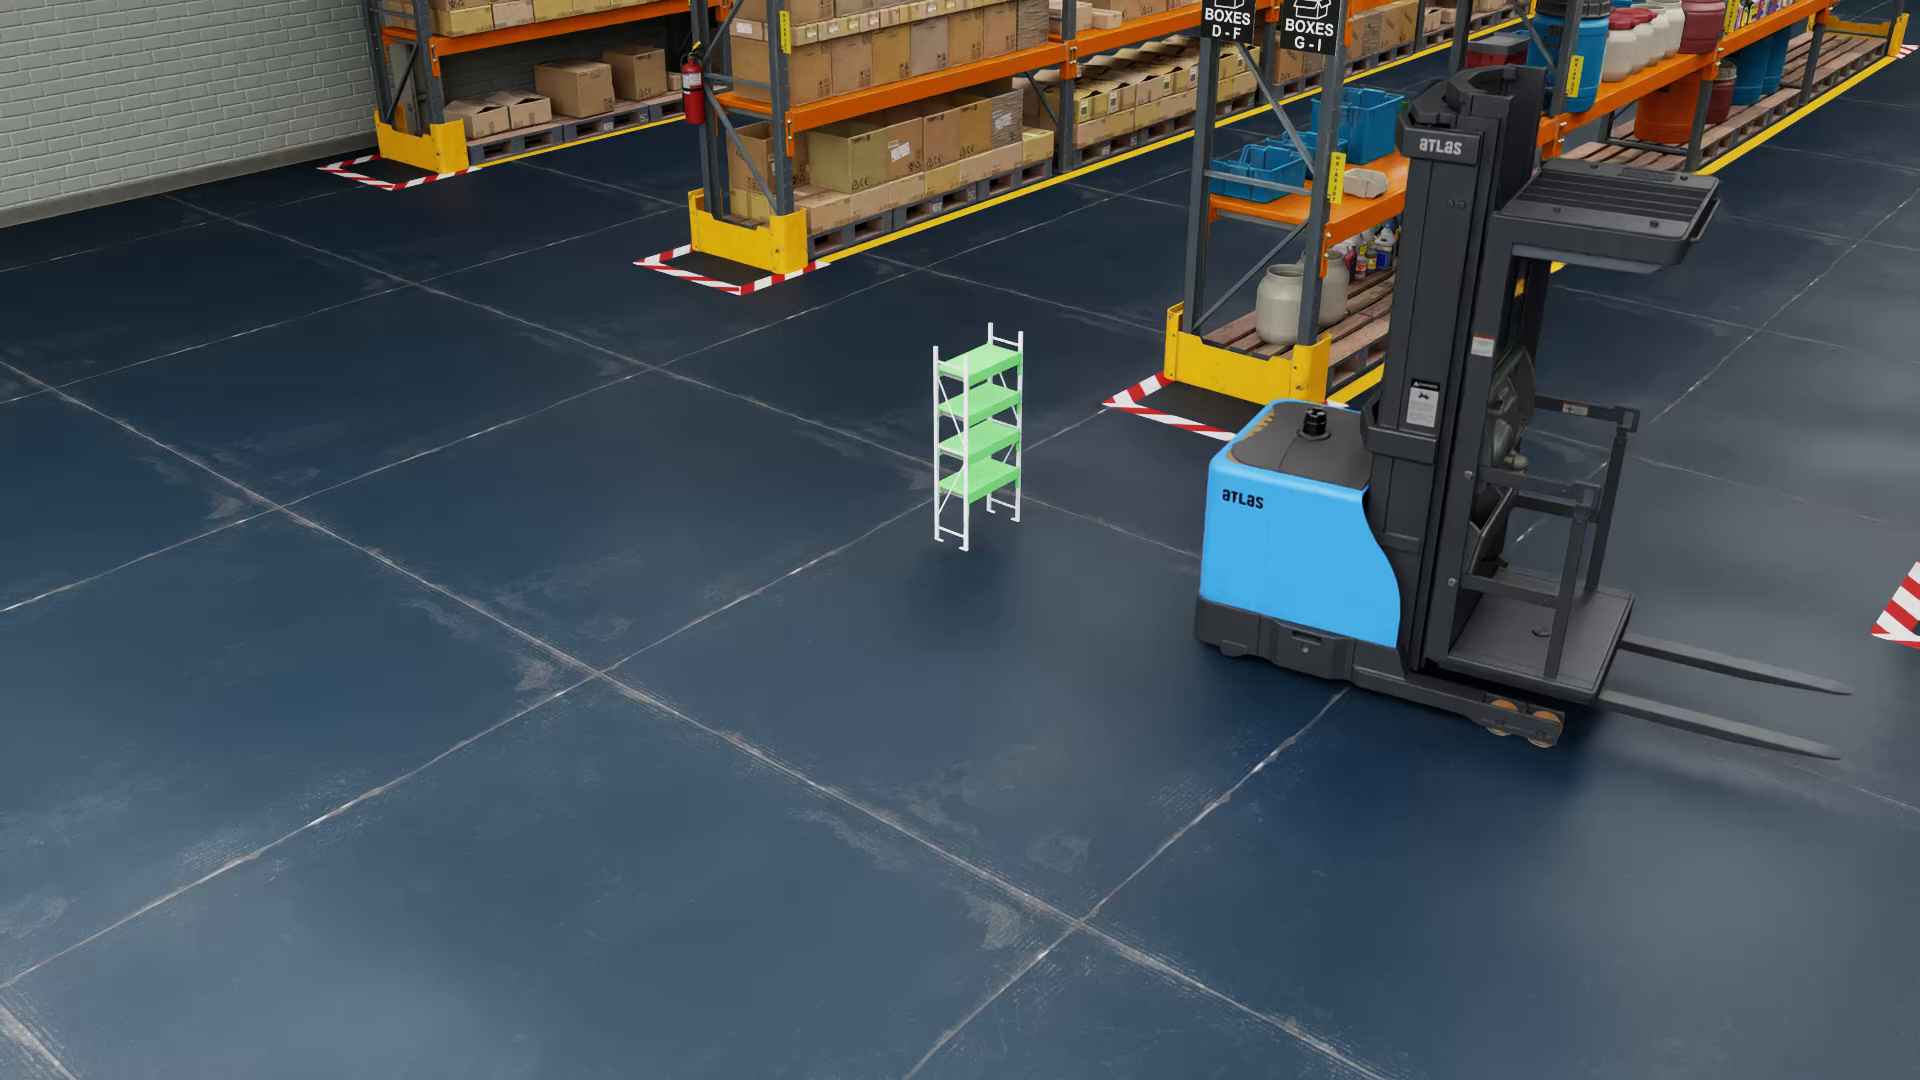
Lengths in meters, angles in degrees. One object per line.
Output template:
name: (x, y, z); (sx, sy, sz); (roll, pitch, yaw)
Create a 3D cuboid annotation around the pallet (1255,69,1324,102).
pallet: (3.768, -5.665, 20.470); (1.003, 0.211, 1.213); (21, 34, 34)

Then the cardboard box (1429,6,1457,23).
cardboard box: (6.785, -7.400, 23.395); (0.380, 0.166, 0.250); (21, 34, 34)

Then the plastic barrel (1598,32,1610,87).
plastic barrel: (5.317, -4.118, 14.297); (0.433, 0.535, 0.433); (0, 27, 0)

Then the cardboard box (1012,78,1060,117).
cardboard box: (0.756, -4.673, 17.444); (0.500, 0.311, 0.500); (21, 34, 34)

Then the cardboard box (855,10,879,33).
cardboard box: (-0.921, -4.493, 14.356); (0.380, 0.149, 0.250); (20, 34, 34)

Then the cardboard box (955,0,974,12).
cardboard box: (-0.097, -4.955, 15.249); (0.380, 0.149, 0.250); (22, 34, 36)

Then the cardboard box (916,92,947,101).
cardboard box: (-0.453, -4.102, 16.134); (0.500, 0.500, 0.500); (21, 34, 34)

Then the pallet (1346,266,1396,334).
pallet: (3.305, -1.883, 13.161); (1.003, 0.211, 1.213); (21, 34, 34)

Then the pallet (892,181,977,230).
pallet: (-0.594, -3.289, 15.877); (1.003, 0.211, 1.213); (21, 34, 34)

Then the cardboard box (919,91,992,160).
cardboard box: (-0.049, -3.949, 15.839); (0.500, 0.500, 0.500); (21, 34, 34)

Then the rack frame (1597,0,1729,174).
rack frame: (7.084, -5.201, 16.538); (1.000, 3.000, 0.127); (21, 34, 34)

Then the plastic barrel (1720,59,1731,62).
plastic barrel: (8.390, -5.087, 18.570); (0.421, 0.512, 0.421); (0, 27, 0)

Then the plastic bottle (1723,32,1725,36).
plastic bottle: (7.609, -5.204, 16.681); (0.152, 0.276, 0.135); (21, 34, 34)

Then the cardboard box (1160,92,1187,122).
cardboard box: (2.145, -4.813, 18.324); (0.500, 0.250, 0.500); (22, 34, 35)

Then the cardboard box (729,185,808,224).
cardboard box: (-1.711, -3.055, 14.926); (0.500, 0.250, 0.500); (21, 34, 34)

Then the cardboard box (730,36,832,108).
cardboard box: (-1.518, -4.019, 14.146); (0.700, 0.500, 0.500); (21, 34, 34)

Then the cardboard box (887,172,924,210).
cardboard box: (-0.678, -3.259, 15.321); (0.500, 0.250, 0.500); (21, 34, 34)

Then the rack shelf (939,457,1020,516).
rack shelf: (0.105, -0.322, 9.727); (0.258, 0.148, 0.480); (21, 34, 34)

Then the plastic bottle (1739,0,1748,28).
plastic bottle: (8.023, -5.406, 17.062); (0.061, 0.283, 0.133); (21, 34, 34)

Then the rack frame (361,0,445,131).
rack frame: (-5.649, -5.260, 16.652); (1.000, 3.000, 0.127); (21, 34, 34)

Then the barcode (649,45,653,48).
barcode: (-3.634, -5.784, 19.559); (0.001, 0.075, 0.075); (21, 34, 34)

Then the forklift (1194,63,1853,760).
forklift: (2.756, -0.603, 7.726); (3.031, 2.935, 1.130); (14, 31, 26)

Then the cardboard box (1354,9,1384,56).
cardboard box: (5.075, -6.544, 21.376); (0.500, 0.500, 0.500); (21, 34, 35)

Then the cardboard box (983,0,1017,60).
cardboard box: (0.112, -4.928, 15.902); (0.700, 0.500, 0.500); (20, 34, 34)

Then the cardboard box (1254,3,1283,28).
cardboard box: (3.710, -6.489, 20.455); (0.500, 0.250, 0.500); (22, 35, 36)

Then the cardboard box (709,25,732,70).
cardboard box: (-2.650, -6.029, 20.381); (0.700, 0.500, 0.500); (22, 35, 36)

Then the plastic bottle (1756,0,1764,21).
plastic bottle: (8.379, -5.604, 17.445); (0.061, 0.283, 0.133); (21, 34, 34)

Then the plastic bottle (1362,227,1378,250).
plastic bottle: (3.316, -2.419, 13.565); (0.144, 0.351, 0.185); (20, 34, 34)

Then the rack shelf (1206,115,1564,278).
rack shelf: (3.267, -2.754, 12.591); (1.077, 0.370, 4.000); (21, 34, 34)

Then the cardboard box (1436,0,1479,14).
cardboard box: (6.999, -7.822, 23.844); (0.797, 0.503, 0.637); (21, 34, 34)

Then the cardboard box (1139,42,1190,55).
cardboard box: (2.377, -5.575, 19.188); (0.500, 0.311, 0.500); (20, 33, 33)

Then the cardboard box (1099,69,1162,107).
cardboard box: (1.826, -4.879, 17.842); (0.500, 0.311, 0.500); (19, 33, 33)

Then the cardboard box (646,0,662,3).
cardboard box: (-3.496, -6.189, 18.591); (0.500, 0.250, 0.500); (21, 34, 35)

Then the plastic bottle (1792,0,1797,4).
plastic bottle: (9.178, -6.110, 18.349); (0.144, 0.351, 0.185); (21, 34, 34)

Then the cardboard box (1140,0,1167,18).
cardboard box: (1.875, -5.908, 17.796); (0.500, 0.500, 0.500); (21, 34, 34)

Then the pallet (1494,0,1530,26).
pallet: (7.798, -7.937, 24.864); (1.003, 0.211, 1.213); (21, 34, 34)

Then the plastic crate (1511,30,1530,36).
plastic crate: (5.001, -4.257, 14.732); (0.392, 0.384, 0.575); (21, 34, 34)

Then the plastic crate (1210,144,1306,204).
plastic crate: (2.083, -2.563, 11.602); (0.499, 0.251, 0.616); (21, 34, 34)

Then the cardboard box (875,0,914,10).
cardboard box: (-0.834, -4.981, 14.594); (0.700, 0.500, 0.500); (21, 34, 35)

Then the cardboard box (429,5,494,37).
cardboard box: (-5.094, -5.282, 16.837); (0.500, 0.250, 0.500); (20, 33, 33)

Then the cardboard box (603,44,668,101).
cardboard box: (-3.734, -5.383, 19.133); (0.500, 0.500, 0.500); (18, 32, 31)

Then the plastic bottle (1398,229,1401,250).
plastic bottle: (3.707, -2.514, 13.836); (0.097, 0.271, 0.097); (0, 27, 0)

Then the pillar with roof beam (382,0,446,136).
pillar with roof beam: (-2.550, -7.167, 13.810); (9.100, 9.000, 0.400); (21, 34, 34)

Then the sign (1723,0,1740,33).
sign: (7.513, -5.115, 16.195); (0.100, 0.325, 0.005); (21, 34, 34)

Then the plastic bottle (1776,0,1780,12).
plastic bottle: (8.788, -5.809, 17.930); (0.097, 0.201, 0.097); (0, 27, 0)

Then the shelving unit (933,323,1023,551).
shelving unit: (0.105, -0.592, 9.588); (0.258, 1.200, 0.503); (21, 34, 34)

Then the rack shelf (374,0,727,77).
rack shelf: (-4.377, -5.649, 18.188); (1.077, 0.370, 4.000); (21, 34, 34)

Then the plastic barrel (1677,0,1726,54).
plastic barrel: (7.023, -5.008, 16.018); (0.600, 0.536, 0.708); (21, 34, 34)

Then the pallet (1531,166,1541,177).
pallet: (5.785, -3.268, 15.838); (1.003, 0.211, 1.213); (21, 34, 34)

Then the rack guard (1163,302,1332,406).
rack guard: (2.007, -1.295, 11.708); (1.175, 0.500, 0.348); (21, 34, 34)
